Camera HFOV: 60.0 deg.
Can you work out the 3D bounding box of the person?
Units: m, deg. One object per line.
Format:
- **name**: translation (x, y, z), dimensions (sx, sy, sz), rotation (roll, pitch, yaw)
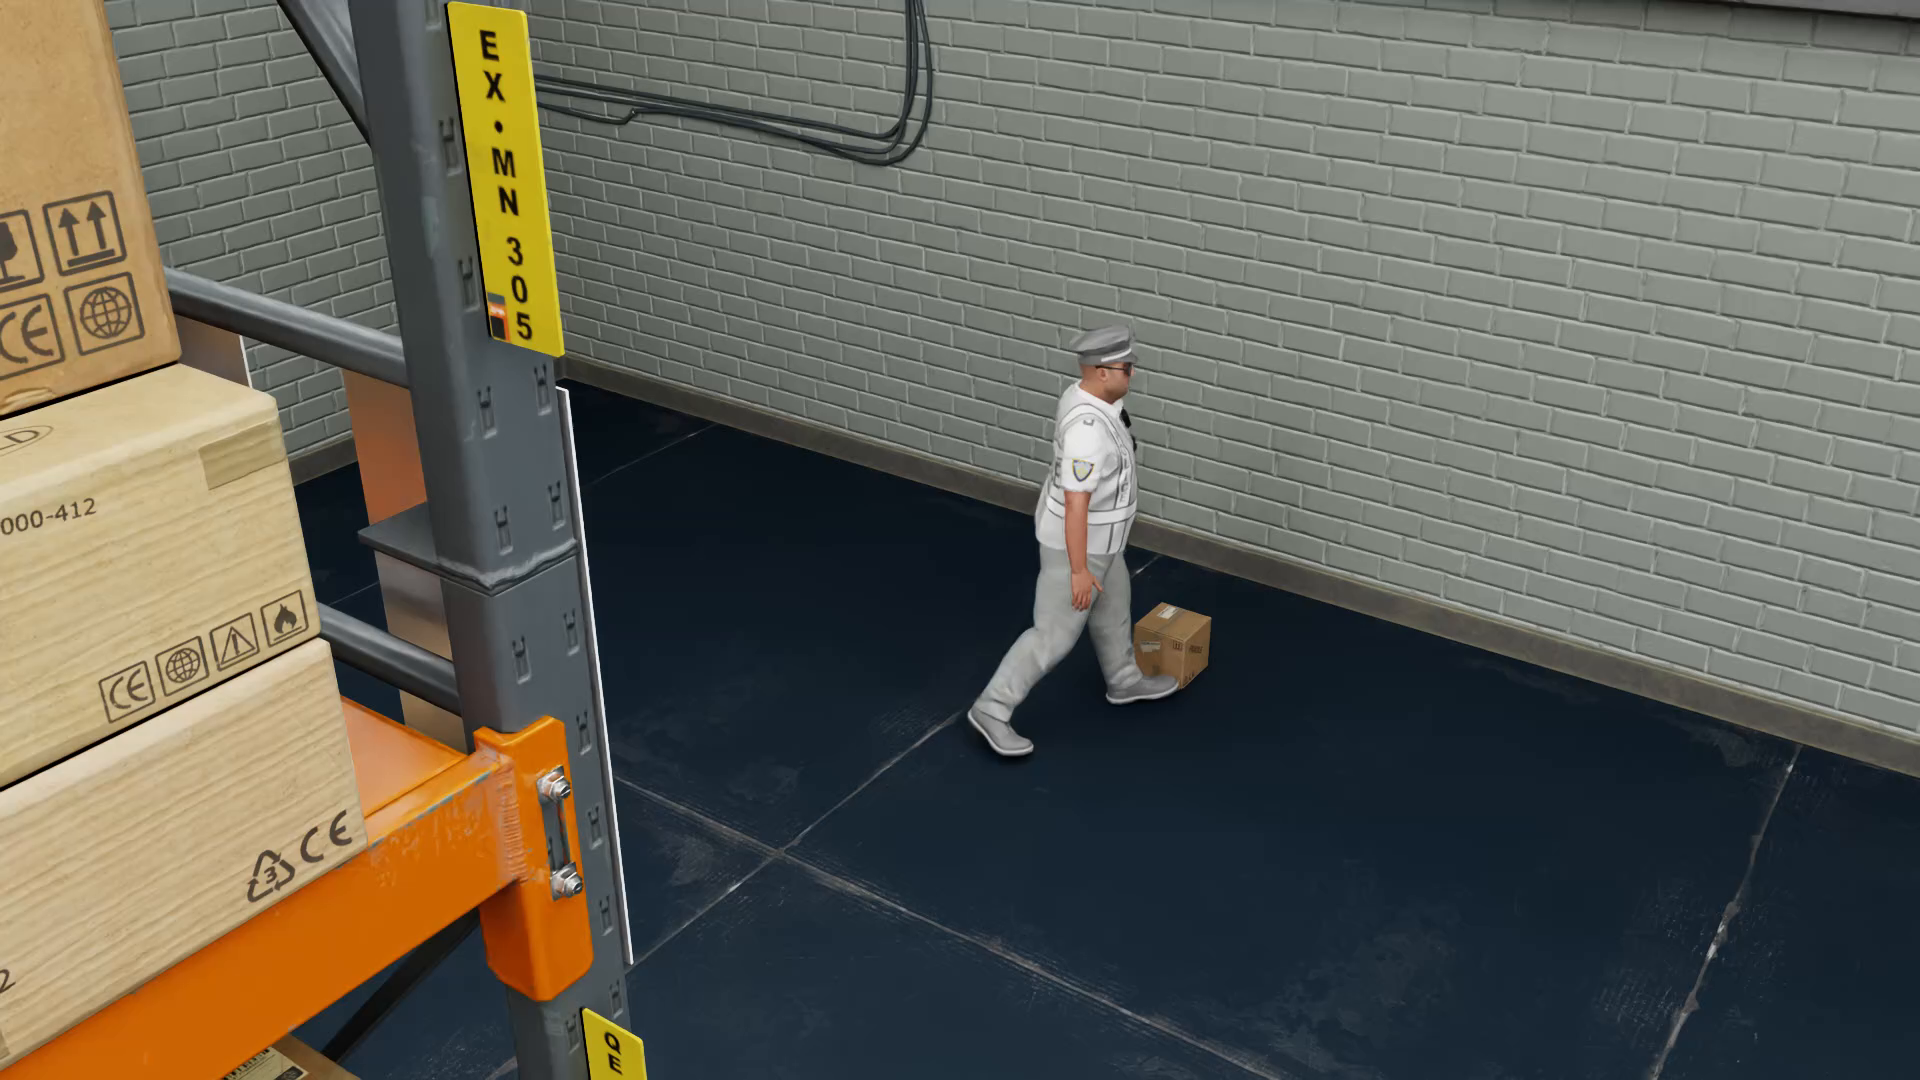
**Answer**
- **person**: translation (0.486, -0.023, 6.644), dimensions (0.902, 1.729, 0.718), rotation (1, 27, 2)
